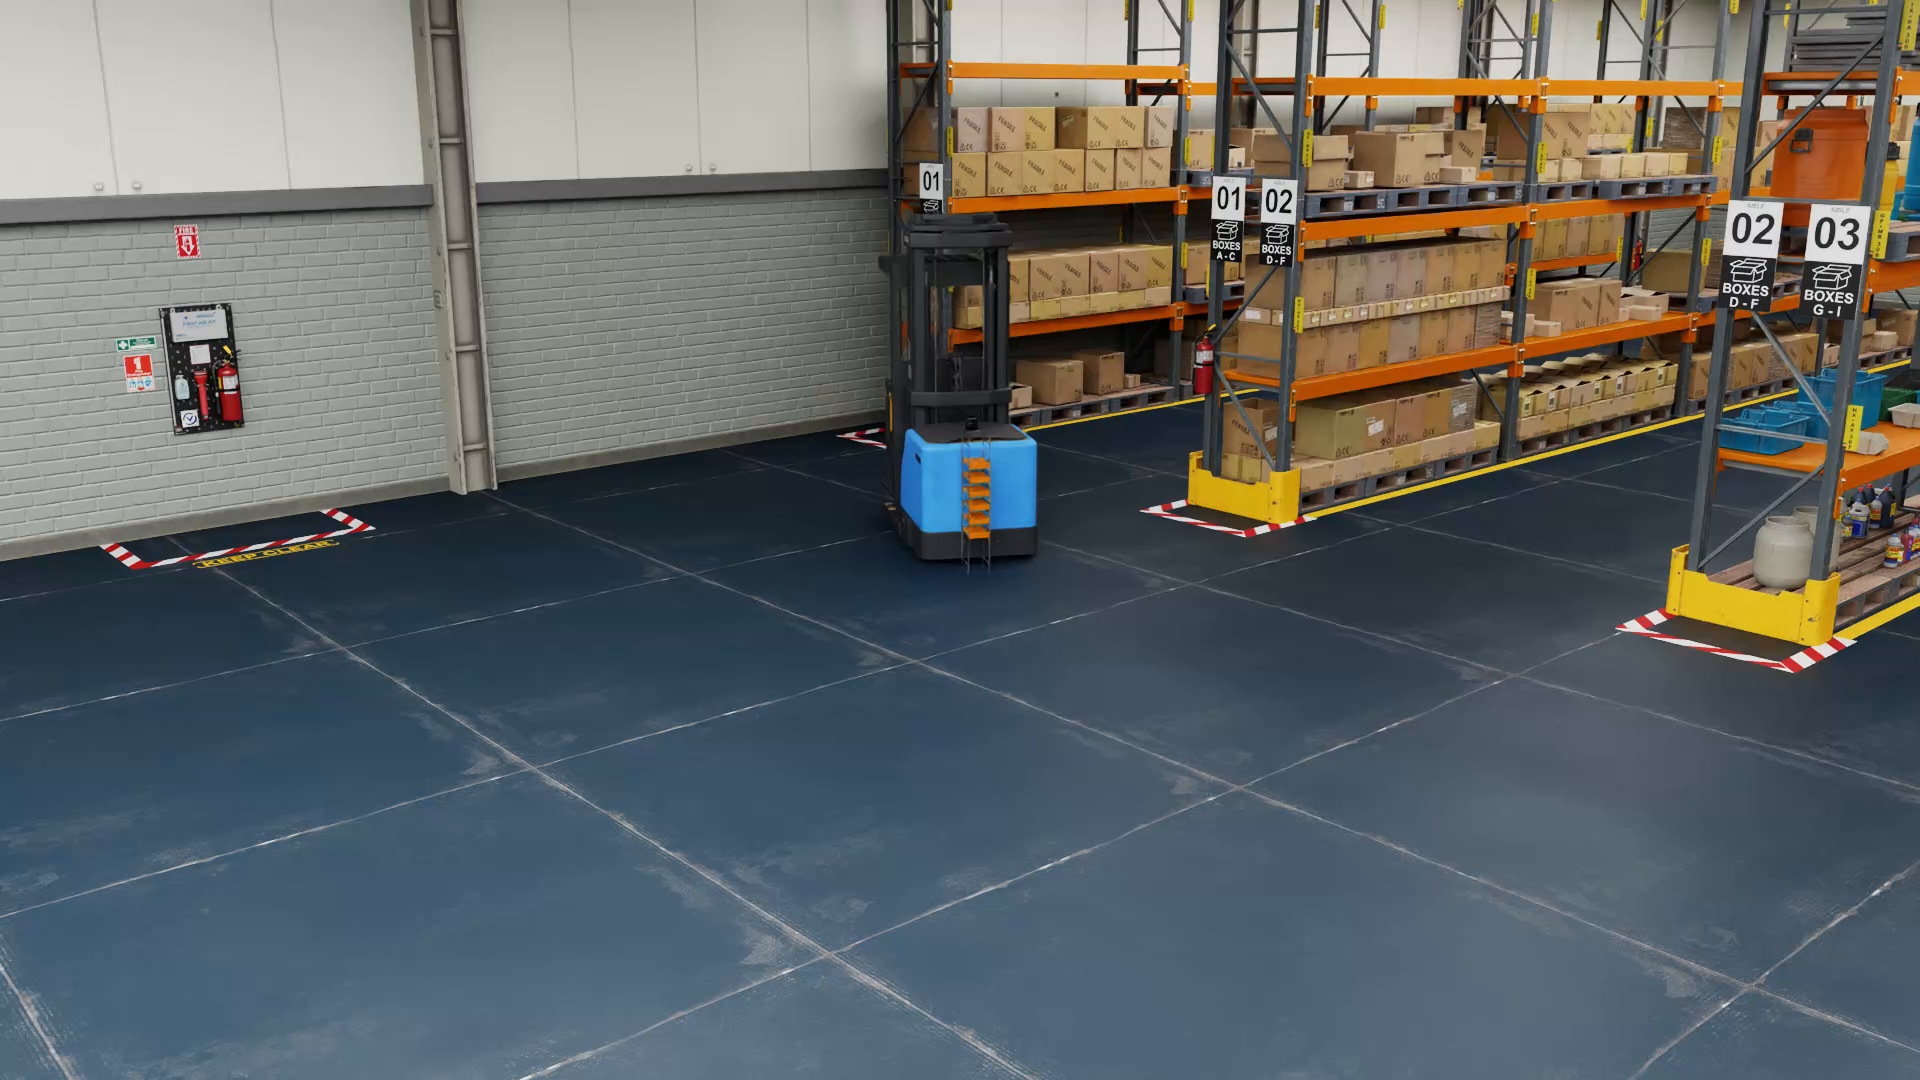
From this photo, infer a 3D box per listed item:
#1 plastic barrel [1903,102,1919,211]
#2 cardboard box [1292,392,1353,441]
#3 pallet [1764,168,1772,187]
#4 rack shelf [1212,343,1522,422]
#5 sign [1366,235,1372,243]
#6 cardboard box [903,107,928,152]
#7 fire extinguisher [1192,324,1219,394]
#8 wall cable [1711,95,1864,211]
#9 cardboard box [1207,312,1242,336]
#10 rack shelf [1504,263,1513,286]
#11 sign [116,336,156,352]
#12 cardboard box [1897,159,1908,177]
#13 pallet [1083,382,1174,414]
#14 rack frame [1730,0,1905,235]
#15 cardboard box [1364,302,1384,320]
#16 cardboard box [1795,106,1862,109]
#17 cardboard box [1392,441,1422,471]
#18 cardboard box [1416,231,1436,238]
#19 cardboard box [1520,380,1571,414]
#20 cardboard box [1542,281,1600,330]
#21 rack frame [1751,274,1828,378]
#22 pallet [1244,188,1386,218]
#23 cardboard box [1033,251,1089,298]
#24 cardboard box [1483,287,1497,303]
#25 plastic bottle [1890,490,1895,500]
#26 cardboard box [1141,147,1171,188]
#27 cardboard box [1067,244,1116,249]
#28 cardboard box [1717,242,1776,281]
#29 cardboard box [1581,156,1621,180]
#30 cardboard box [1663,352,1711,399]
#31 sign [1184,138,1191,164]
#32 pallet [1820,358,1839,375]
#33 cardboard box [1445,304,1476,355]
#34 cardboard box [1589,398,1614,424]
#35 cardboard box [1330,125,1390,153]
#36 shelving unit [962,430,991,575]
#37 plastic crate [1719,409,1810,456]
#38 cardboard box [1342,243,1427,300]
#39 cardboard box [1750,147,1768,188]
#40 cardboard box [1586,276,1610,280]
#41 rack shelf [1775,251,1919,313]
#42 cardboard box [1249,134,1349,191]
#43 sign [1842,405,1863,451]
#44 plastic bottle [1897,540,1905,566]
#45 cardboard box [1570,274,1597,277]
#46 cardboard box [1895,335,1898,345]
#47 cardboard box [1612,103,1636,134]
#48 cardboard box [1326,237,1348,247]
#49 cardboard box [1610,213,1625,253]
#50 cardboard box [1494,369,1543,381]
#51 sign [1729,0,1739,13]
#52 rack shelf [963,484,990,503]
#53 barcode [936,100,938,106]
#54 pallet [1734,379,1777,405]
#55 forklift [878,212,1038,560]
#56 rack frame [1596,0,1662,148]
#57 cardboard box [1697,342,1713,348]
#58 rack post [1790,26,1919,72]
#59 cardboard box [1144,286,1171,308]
[{"bbox_3d":[8.229,-3.200,13.819,0.708,0.901,0.600,-13,19,-39],"label":"plastic barrel"},{"bbox_3d":[3.738,-1.299,17.360,0.500,0.500,0.500,-13,19,-39],"label":"cardboard box"},{"bbox_3d":[10.518,-4.859,22.179,1.003,0.211,1.213,-13,19,-39],"label":"pallet"},{"bbox_3d":[4.292,-1.732,17.316,4.000,0.370,1.077,-13,19,-39],"label":"rack shelf"},{"bbox_3d":[5.927,-4.477,24.107,0.005,0.325,0.100,-13,19,-39],"label":"sign"},{"bbox_3d":[-0.317,-4.819,19.495,0.500,0.500,0.500,-12,19,-37],"label":"cardboard box"},{"bbox_3d":[2.389,-1.774,16.228,0.183,0.674,0.296,-13,19,-39],"label":"fire extinguisher"},{"bbox_3d":[16.100,-7.702,32.663,0.112,2.526,3.097,-13,19,-39],"label":"wall cable"},{"bbox_3d":[3.811,-3.041,23.362,0.500,0.250,0.500,-13,20,-41],"label":"cardboard box"},{"bbox_3d":[7.073,-4.051,25.997,4.000,0.370,1.077,-13,19,-39],"label":"rack shelf"},{"bbox_3d":[-7.402,-1.763,14.940,0.331,0.109,0.001,-13,19,-39],"label":"sign"},{"bbox_3d":[13.498,-5.438,24.275,0.500,0.250,0.500,-13,19,-39],"label":"cardboard box"},{"bbox_3d":[2.063,-1.914,22.007,1.213,0.211,1.003,-13,19,-39],"label":"pallet"},{"bbox_3d":[6.032,-3.674,11.568,0.127,3.000,1.000,-13,19,-39],"label":"rack frame"},{"bbox_3d":[3.999,-2.302,16.605,0.250,0.149,0.380,-14,20,-41],"label":"cardboard box"},{"bbox_3d":[12.178,-5.844,23.372,0.500,0.500,0.700,-13,19,-39],"label":"cardboard box"},{"bbox_3d":[4.467,-0.917,17.383,0.500,0.250,0.500,-13,19,-39],"label":"cardboard box"},{"bbox_3d":[6.875,-4.465,25.343,0.500,0.500,0.500,-13,20,-40],"label":"cardboard box"},{"bbox_3d":[6.657,-1.669,19.114,0.500,0.311,0.500,-13,20,-40],"label":"cardboard box"},{"bbox_3d":[7.166,-2.768,19.605,0.500,0.500,0.500,-13,19,-39],"label":"cardboard box"},{"bbox_3d":[11.836,-3.774,23.565,0.127,3.000,1.000,-13,19,-39],"label":"rack frame"},{"bbox_3d":[3.334,-3.262,16.008,1.213,0.211,1.003,-13,19,-39],"label":"pallet"},{"bbox_3d":[1.241,-3.284,20.531,0.500,0.500,0.500,-12,19,-38],"label":"cardboard box"},{"bbox_3d":[5.549,-2.651,17.911,0.250,0.149,0.380,-13,20,-41],"label":"cardboard box"},{"bbox_3d":[8.366,-0.304,14.988,0.133,0.283,0.061,-13,19,-39],"label":"plastic bottle"},{"bbox_3d":[2.326,-4.755,21.194,0.500,0.500,0.500,-12,19,-38],"label":"cardboard box"},{"bbox_3d":[1.662,-3.556,21.548,0.500,0.500,0.500,-13,20,-40],"label":"cardboard box"},{"bbox_3d":[10.544,-3.713,22.332,0.700,0.500,0.500,10,18,33],"label":"cardboard box"},{"bbox_3d":[7.284,-4.310,19.237,0.500,0.250,0.500,14,20,42],"label":"cardboard box"},{"bbox_3d":[9.350,-2.122,21.374,0.500,0.500,0.500,-12,19,-37],"label":"cardboard box"},{"bbox_3d":[2.908,-4.977,21.255,0.005,0.325,0.100,-13,19,-39],"label":"sign"},{"bbox_3d":[12.355,-2.542,24.359,1.213,0.211,1.003,-13,19,-39],"label":"pallet"},{"bbox_3d":[5.077,-2.300,17.853,0.500,0.500,0.700,-13,20,-40],"label":"cardboard box"},{"bbox_3d":[7.428,-1.573,19.843,0.500,0.250,0.500,-12,19,-38],"label":"cardboard box"},{"bbox_3d":[5.885,-5.862,24.523,0.700,0.500,0.500,14,21,43],"label":"cardboard box"},{"bbox_3d":[0.135,-0.320,14.123,0.189,1.200,0.258,-4,15,-13],"label":"shelving unit"},{"bbox_3d":[6.213,-0.847,12.896,0.616,0.251,0.499,-13,19,-39],"label":"plastic crate"},{"bbox_3d":[4.335,-2.762,17.070,0.500,0.500,0.700,-13,19,-39],"label":"cardboard box"},{"bbox_3d":[9.903,-4.848,21.582,0.500,0.500,0.910,-13,19,-39],"label":"cardboard box"},{"bbox_3d":[11.159,-4.528,29.163,0.250,0.149,0.380,-13,20,-40],"label":"cardboard box"},{"bbox_3d":[7.541,-2.216,13.316,4.000,0.370,1.077,-13,19,-39],"label":"rack shelf"},{"bbox_3d":[3.220,-3.607,15.843,0.637,0.503,0.797,-11,18,-36],"label":"cardboard box"},{"bbox_3d":[6.390,-0.802,11.902,0.005,0.325,0.100,-13,19,-39],"label":"sign"},{"bbox_3d":[7.683,0.100,13.635,0.097,0.201,0.097,0,15,0],"label":"plastic bottle"},{"bbox_3d":[11.100,-4.646,29.602,0.250,0.149,0.380,-12,19,-39],"label":"cardboard box"},{"bbox_3d":[14.241,-3.104,25.695,0.250,0.166,0.380,-13,19,-39],"label":"cardboard box"},{"bbox_3d":[11.226,-7.228,28.515,0.500,0.500,0.500,-13,20,-40],"label":"cardboard box"},{"bbox_3d":[5.216,-4.239,24.261,0.700,0.500,0.500,13,20,40],"label":"cardboard box"},{"bbox_3d":[11.221,-5.471,29.340,0.700,0.700,0.980,-12,19,-37],"label":"cardboard box"},{"bbox_3d":[6.685,-1.862,19.834,0.500,0.311,0.500,-13,20,-40],"label":"cardboard box"},{"bbox_3d":[9.186,-6.415,19.711,0.005,0.325,0.100,-13,19,-39],"label":"sign"},{"bbox_3d":[0.135,-0.393,14.103,0.180,0.103,0.258,-4,15,-13],"label":"rack shelf"},{"bbox_3d":[-0.264,-5.192,19.771,0.075,0.075,0.001,-13,19,-39],"label":"barcode"},{"bbox_3d":[10.327,-2.073,22.603,1.213,0.211,1.003,-13,19,-39],"label":"pallet"},{"bbox_3d":[-0.141,-1.579,15.482,1.130,2.935,3.031,-3,15,-12],"label":"forklift"},{"bbox_3d":[11.599,-8.313,28.935,0.127,3.000,1.000,-13,19,-39],"label":"rack frame"},{"bbox_3d":[9.761,-2.393,22.386,0.500,0.500,0.500,-14,20,-41],"label":"cardboard box"},{"bbox_3d":[6.686,-3.536,12.019,0.954,0.300,0.937,-10,18,-33],"label":"rack post"},{"bbox_3d":[2.388,-3.180,21.595,0.500,0.250,0.500,-13,19,-39],"label":"cardboard box"}]
